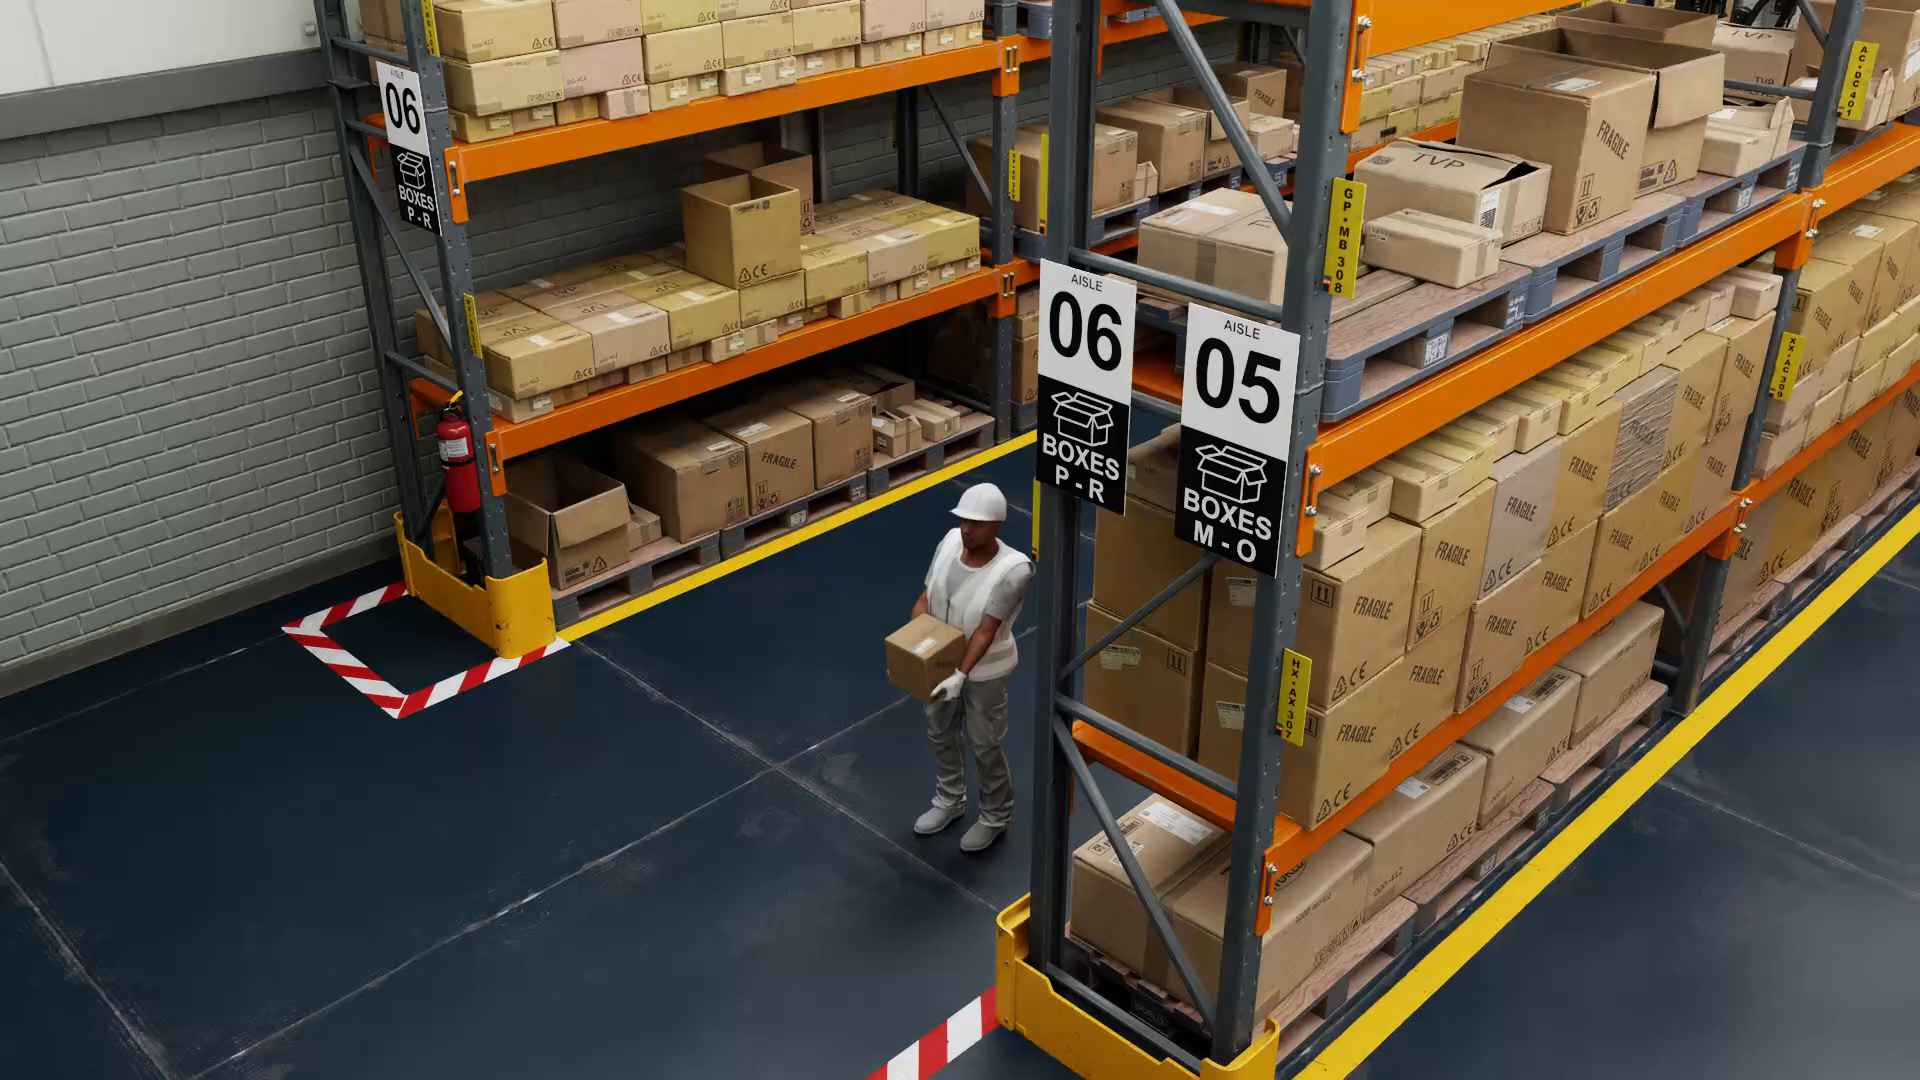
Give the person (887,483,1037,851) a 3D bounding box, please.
[{"bbox_3d":[-0.011,0.602,7.447,0.488,1.779,0.580,24,36,38],"label":"person"}]
